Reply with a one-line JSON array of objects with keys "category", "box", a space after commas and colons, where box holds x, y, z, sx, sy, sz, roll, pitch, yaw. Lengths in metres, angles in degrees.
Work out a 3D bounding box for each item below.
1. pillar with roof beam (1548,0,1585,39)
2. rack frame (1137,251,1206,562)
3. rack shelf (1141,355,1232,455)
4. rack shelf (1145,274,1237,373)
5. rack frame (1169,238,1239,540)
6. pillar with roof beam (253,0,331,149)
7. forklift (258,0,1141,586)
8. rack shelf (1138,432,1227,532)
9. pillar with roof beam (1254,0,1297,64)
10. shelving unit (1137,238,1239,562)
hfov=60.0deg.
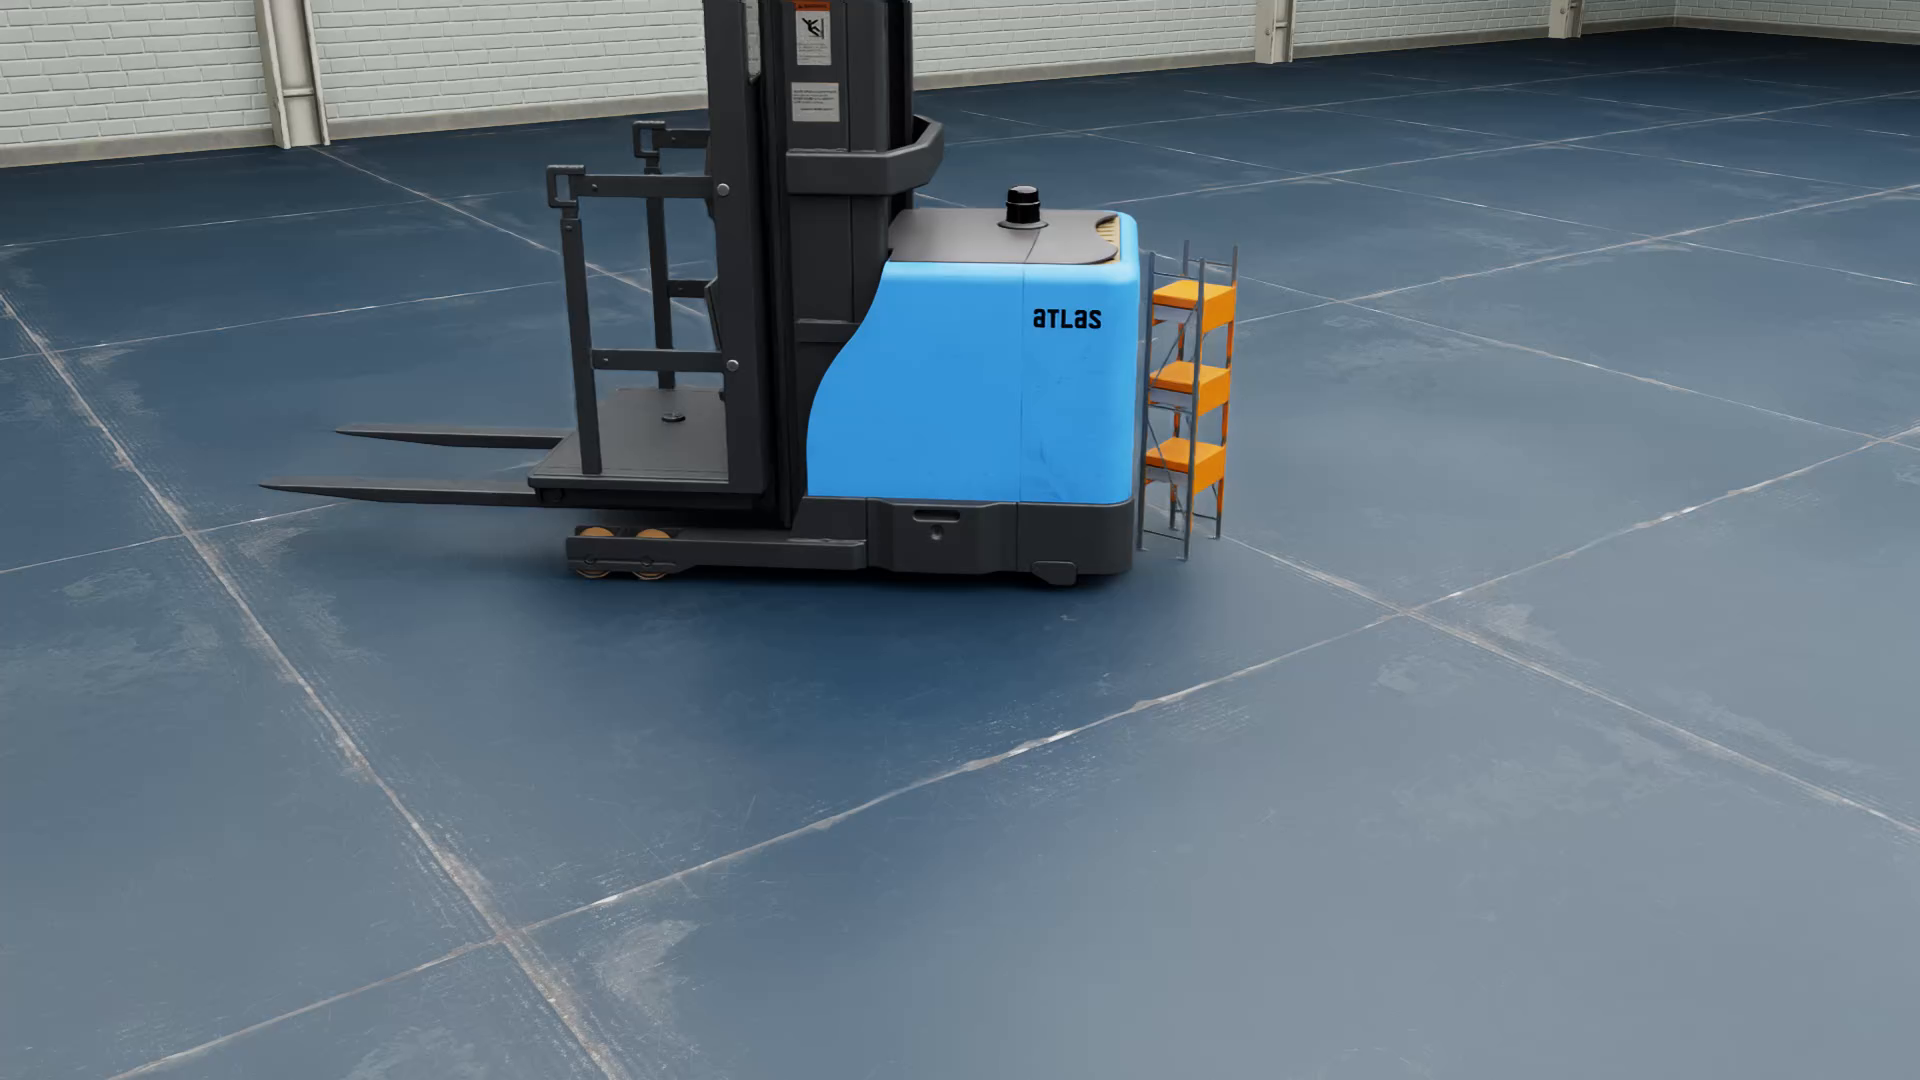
[{"category": "pillar with roof beam", "box": [11.354, -10.253, 19.449, 0.400, 9.000, 9.100, -15, 26, -33]}, {"category": "rack frame", "box": [0.702, -0.435, 5.570, 0.200, 1.050, 0.008, 14, 26, 32]}, {"category": "rack shelf", "box": [0.771, -0.462, 5.667, 0.215, 0.259, 0.240, 14, 26, 32]}, {"category": "rack shelf", "box": [0.771, -0.726, 5.562, 0.215, 0.259, 0.240, 14, 26, 32]}, {"category": "rack frame", "box": [0.840, -0.510, 5.757, 0.200, 1.050, 0.008, 14, 26, 32]}, {"category": "pillar with roof beam", "box": [-3.257, -6.357, 9.686, 0.400, 9.000, 9.100, -15, 26, -33]}, {"category": "forklift", "box": [-0.903, -1.420, 5.500, 3.031, 2.935, 1.130, 2, 22, 5]}, {"category": "rack shelf", "box": [0.771, -0.204, 5.770, 0.215, 0.259, 0.240, 14, 26, 32]}, {"category": "pillar with roof beam", "box": [6.483, -8.954, 16.195, 0.400, 9.000, 9.100, -15, 26, -33]}, {"category": "shelving unit", "box": [0.771, -0.472, 5.663, 0.215, 1.050, 0.252, 14, 26, 32]}]
